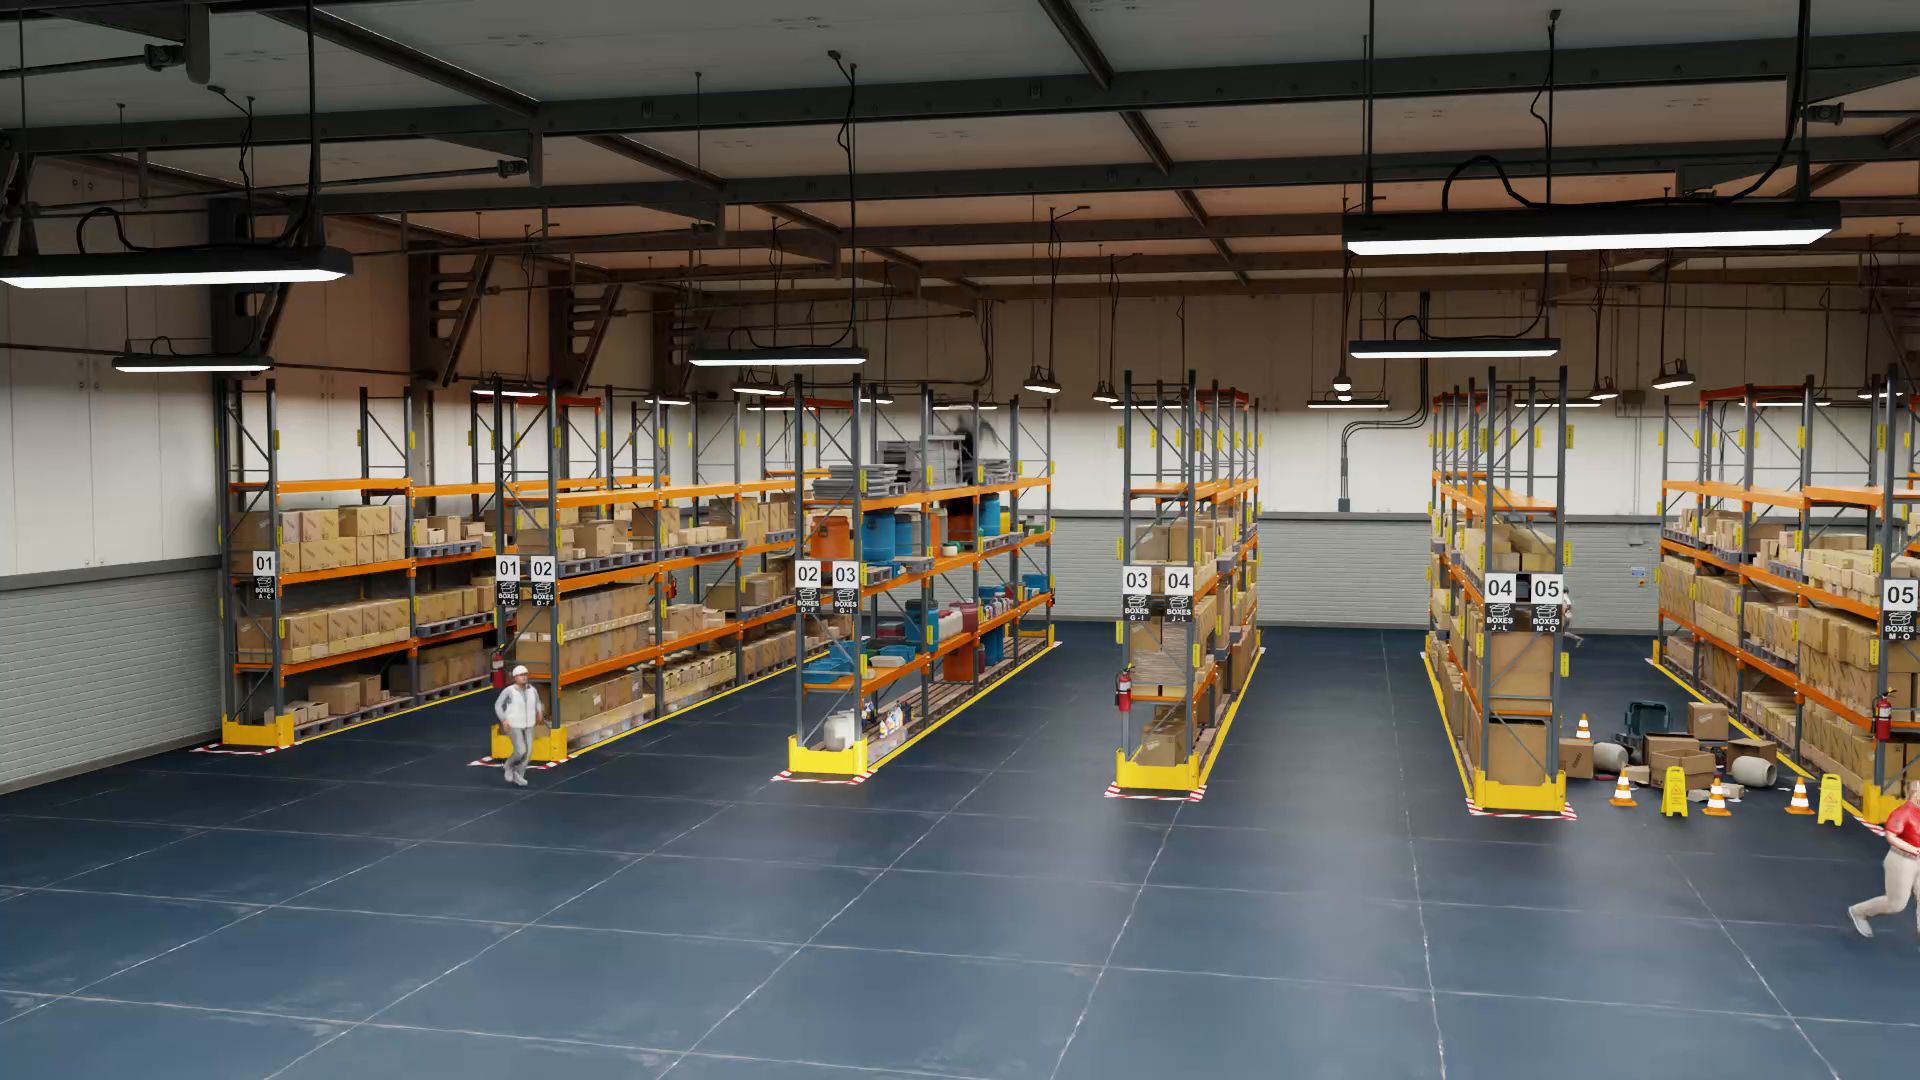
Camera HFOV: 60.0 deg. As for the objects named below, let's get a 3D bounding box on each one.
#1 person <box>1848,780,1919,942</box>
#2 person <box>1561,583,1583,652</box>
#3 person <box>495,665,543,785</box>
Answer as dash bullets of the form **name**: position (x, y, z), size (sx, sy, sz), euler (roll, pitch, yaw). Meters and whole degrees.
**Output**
- **person**: position (9.209, 3.180, 16.168), size (0.686, 1.731, 0.968), euler (-2, 4, -32)
- **person**: position (14.223, 1.841, 38.976), size (0.769, 1.697, 0.586), euler (1, 4, 19)
- **person**: position (-6.338, 2.687, 24.102), size (0.672, 1.739, 0.569), euler (-3, 5, -45)
